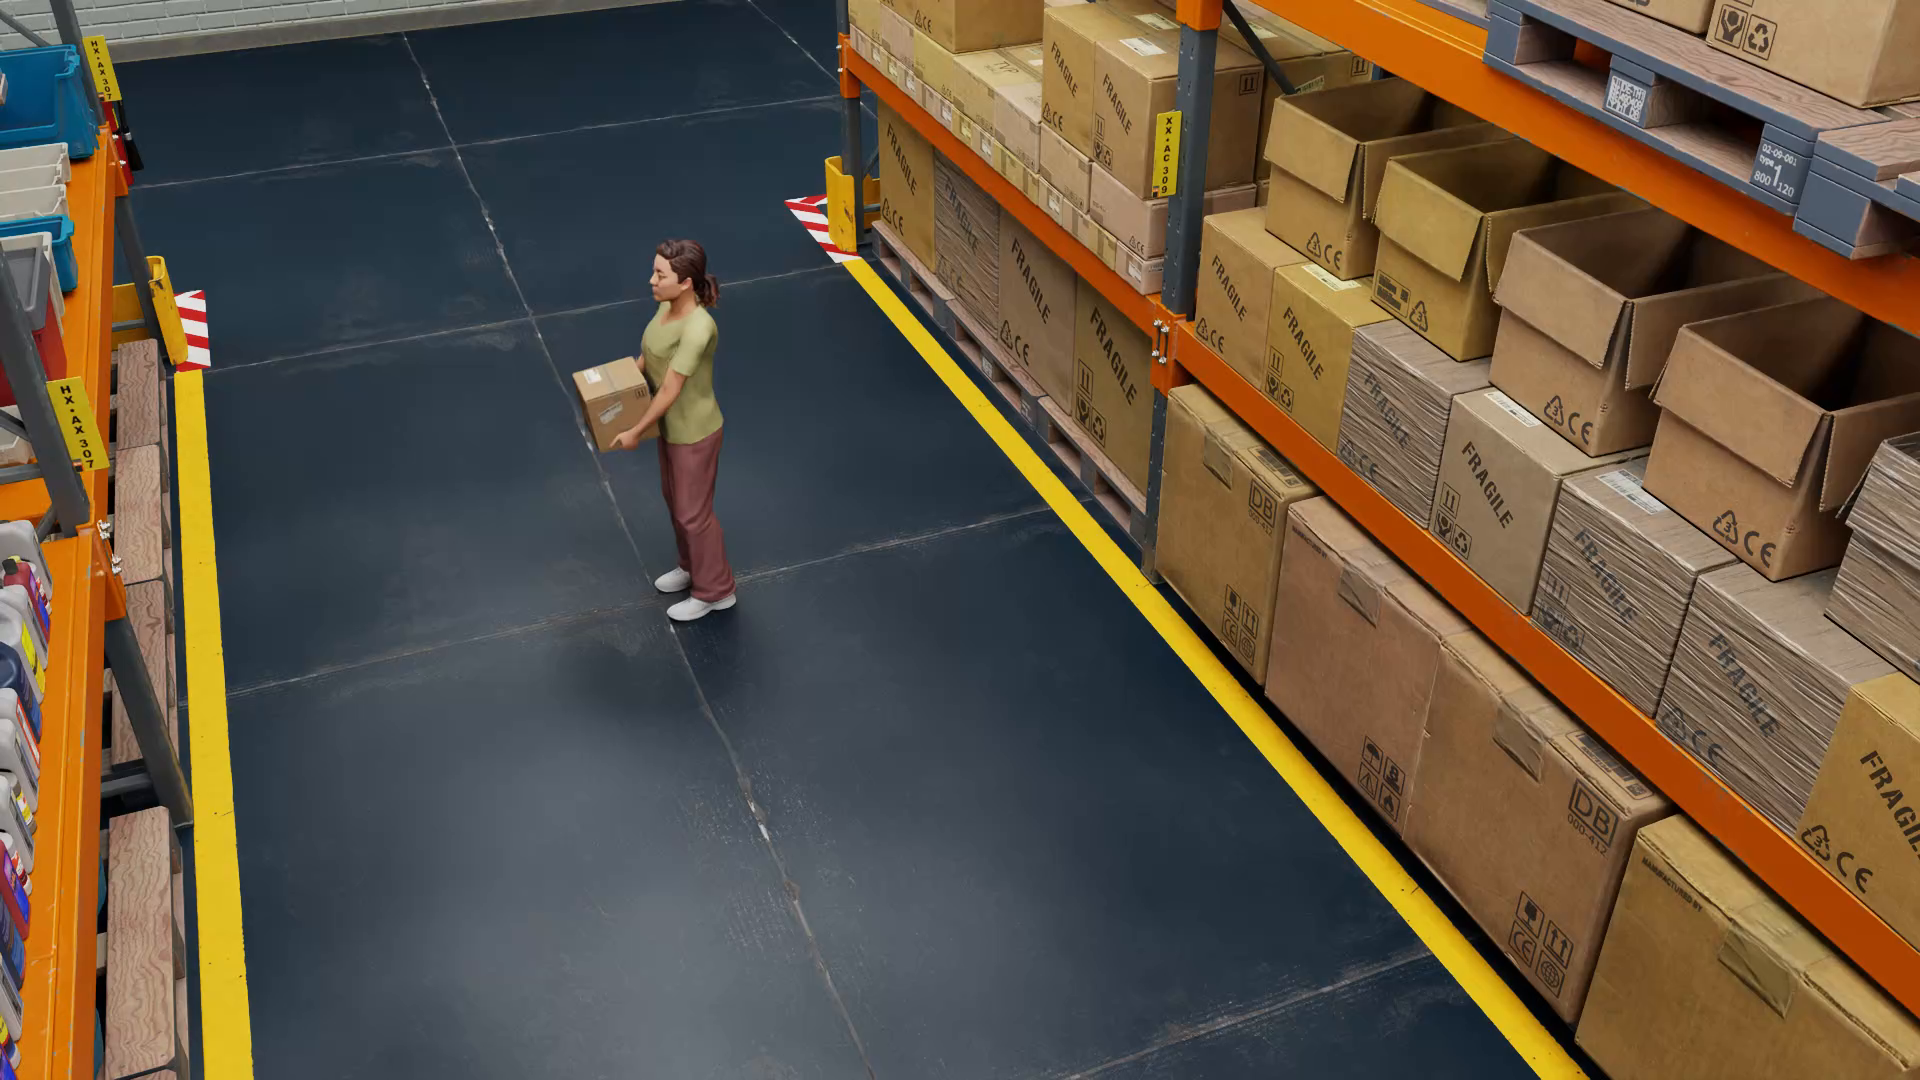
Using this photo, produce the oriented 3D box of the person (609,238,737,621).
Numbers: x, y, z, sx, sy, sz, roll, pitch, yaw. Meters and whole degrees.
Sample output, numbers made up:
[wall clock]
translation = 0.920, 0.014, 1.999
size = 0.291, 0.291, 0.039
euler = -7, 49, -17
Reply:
[person]
translation = -1.190, -0.435, 6.807
size = 0.538, 1.668, 0.420
euler = -13, 36, -19
